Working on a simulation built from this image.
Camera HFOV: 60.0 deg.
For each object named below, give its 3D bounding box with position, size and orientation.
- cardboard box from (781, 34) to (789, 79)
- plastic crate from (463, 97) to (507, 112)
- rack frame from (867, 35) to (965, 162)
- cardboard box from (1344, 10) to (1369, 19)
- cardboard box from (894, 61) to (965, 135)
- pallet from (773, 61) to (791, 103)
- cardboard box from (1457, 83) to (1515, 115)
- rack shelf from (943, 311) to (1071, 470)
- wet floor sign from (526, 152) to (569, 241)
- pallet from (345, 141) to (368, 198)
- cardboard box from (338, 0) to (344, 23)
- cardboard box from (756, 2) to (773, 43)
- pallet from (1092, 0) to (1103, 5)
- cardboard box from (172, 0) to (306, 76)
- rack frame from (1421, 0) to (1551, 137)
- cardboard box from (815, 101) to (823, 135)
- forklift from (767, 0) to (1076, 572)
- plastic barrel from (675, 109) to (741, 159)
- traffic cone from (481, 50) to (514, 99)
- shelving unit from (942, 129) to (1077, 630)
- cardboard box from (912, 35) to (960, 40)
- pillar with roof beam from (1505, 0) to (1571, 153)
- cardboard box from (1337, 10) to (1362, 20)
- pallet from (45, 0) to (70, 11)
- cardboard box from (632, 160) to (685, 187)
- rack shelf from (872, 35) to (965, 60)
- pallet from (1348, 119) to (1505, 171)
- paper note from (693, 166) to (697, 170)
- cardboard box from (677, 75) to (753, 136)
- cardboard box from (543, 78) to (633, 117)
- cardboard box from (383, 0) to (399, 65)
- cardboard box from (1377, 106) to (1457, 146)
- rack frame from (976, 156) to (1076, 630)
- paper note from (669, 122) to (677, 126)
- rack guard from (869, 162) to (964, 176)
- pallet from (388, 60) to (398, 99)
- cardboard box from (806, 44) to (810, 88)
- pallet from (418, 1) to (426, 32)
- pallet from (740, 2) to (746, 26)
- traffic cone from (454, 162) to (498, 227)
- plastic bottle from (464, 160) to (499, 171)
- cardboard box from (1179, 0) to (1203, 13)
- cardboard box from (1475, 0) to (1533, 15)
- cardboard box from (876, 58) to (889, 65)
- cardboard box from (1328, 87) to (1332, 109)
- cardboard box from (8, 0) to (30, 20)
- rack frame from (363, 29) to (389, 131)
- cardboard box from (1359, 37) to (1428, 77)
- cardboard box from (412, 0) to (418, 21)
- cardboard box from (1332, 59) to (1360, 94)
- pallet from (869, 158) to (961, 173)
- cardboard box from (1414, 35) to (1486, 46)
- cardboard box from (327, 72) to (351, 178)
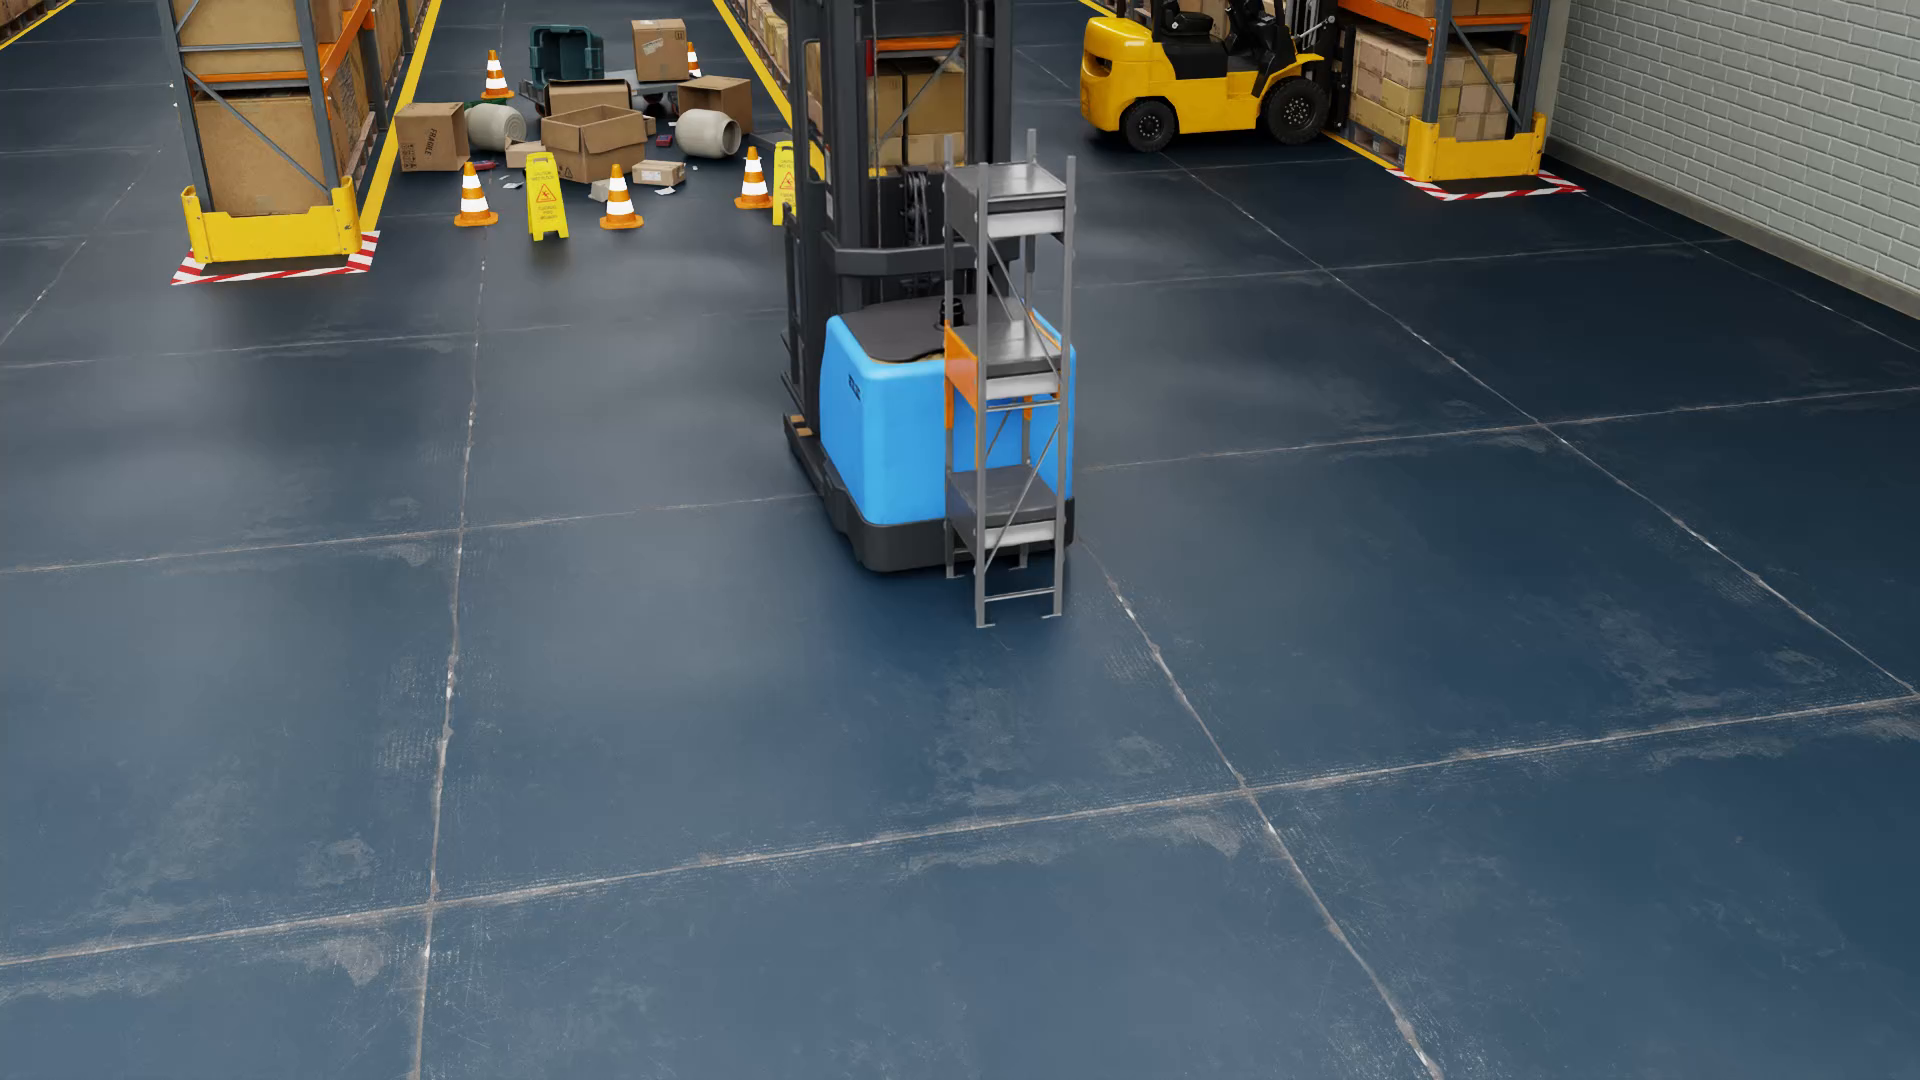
[{"bbox_3d":[-1.361,-5.073,17.423,0.950,0.372,0.625,-6,27,-11],"label":"cardboard box"},{"bbox_3d":[-4.725,-4.109,16.119,0.450,0.188,0.662,-2,25,20],"label":"plastic crate"},{"bbox_3d":[-0.339,-4.073,12.991,1.000,3.000,0.127,-6,27,-12],"label":"rack frame"},{"bbox_3d":[4.123,-5.100,16.502,0.500,0.250,0.500,-6,27,-11],"label":"cardboard box"},{"bbox_3d":[-0.258,-3.760,14.124,0.500,0.500,0.500,-7,28,-13],"label":"cardboard box"},{"bbox_3d":[-1.418,-4.926,17.775,1.003,0.211,1.213,-6,27,-12],"label":"pallet"},{"bbox_3d":[4.592,-3.989,14.856,0.500,0.250,0.500,-5,27,-11],"label":"cardboard box"},{"bbox_3d":[0.197,-0.658,7.254,0.431,0.518,0.480,-8,28,-15],"label":"rack shelf"},{"bbox_3d":[-3.204,-2.663,12.811,0.267,0.644,0.232,-11,29,-20],"label":"wet floor sign"},{"bbox_3d":[-5.667,-3.159,14.274,1.003,0.211,1.213,-6,27,-12],"label":"pallet"},{"bbox_3d":[-5.576,-4.478,13.626,0.875,0.550,0.500,-6,27,-12],"label":"cardboard box"},{"bbox_3d":[-1.851,-6.027,19.313,0.950,0.372,0.625,-6,27,-13],"label":"cardboard box"},{"bbox_3d":[2.290,-7.712,23.295,1.003,0.211,1.213,-6,27,-12],"label":"pallet"},{"bbox_3d":[-5.267,-3.751,12.187,0.875,0.550,0.550,-6,27,-12],"label":"cardboard box"},{"bbox_3d":[4.496,-4.579,13.993,1.000,3.000,0.127,-6,27,-12],"label":"rack frame"},{"bbox_3d":[-1.016,-3.818,15.071,0.500,0.250,0.500,-7,28,-13],"label":"cardboard box"},{"bbox_3d":[-0.356,-1.804,8.571,1.130,2.935,3.031,-8,28,-15],"label":"forklift"},{"bbox_3d":[-2.280,-3.676,15.063,0.512,0.421,0.421,13,30,24],"label":"plastic barrel"},{"bbox_3d":[-4.872,-4.892,17.428,0.336,0.463,0.334,-6,27,-12],"label":"traffic cone"},{"bbox_3d":[0.197,-0.670,7.248,0.431,2.100,0.503,-8,28,-15],"label":"shelving unit"},{"bbox_3d":[-0.214,-4.131,13.384,0.380,0.149,0.250,-6,27,-11],"label":"cardboard box"},{"bbox_3d":[1.023,-7.217,12.562,9.100,9.000,0.400,-6,27,-12],"label":"pillar with roof beam"},{"bbox_3d":[3.626,-5.054,16.410,0.500,0.250,0.500,-5,27,-10],"label":"cardboard box"},{"bbox_3d":[-12.794,-7.432,22.740,1.003,0.211,1.213,-6,27,-12],"label":"pallet"},{"bbox_3d":[-2.603,-3.170,14.366,0.380,0.149,0.250,8,28,15],"label":"cardboard box"},{"bbox_3d":[-0.790,-4.630,14.892,1.077,0.370,4.000,-6,27,-12],"label":"rack shelf"},{"bbox_3d":[4.283,-3.665,15.278,1.003,0.211,1.213,-6,27,-12],"label":"pallet"},{"bbox_3d":[-2.359,-3.314,14.805,0.032,0.001,0.123,-6,27,-12],"label":"paper note"},{"bbox_3d":[-2.325,-4.106,15.827,0.500,0.500,0.500,13,30,24],"label":"cardboard box"},{"bbox_3d":[-3.421,-3.943,15.353,0.797,0.637,0.503,-6,27,-12],"label":"cardboard box"},{"bbox_3d":[-6.692,-5.561,17.970,1.050,0.750,0.750,-6,27,-11],"label":"cardboard box"},{"bbox_3d":[4.082,-3.713,14.863,0.500,0.250,0.500,-6,27,-11],"label":"cardboard box"},{"bbox_3d":[0.267,-0.565,7.039,0.400,2.100,0.015,-8,28,-15],"label":"rack frame"},{"bbox_3d":[-2.784,-4.098,16.335,0.148,0.019,0.142,-6,27,-12],"label":"paper note"},{"bbox_3d":[-0.357,-2.990,13.620,1.175,0.500,0.348,-6,27,-12],"label":"rack guard"},{"bbox_3d":[-6.567,-4.905,17.733,1.003,0.211,1.213,-6,27,-12],"label":"pallet"},{"bbox_3d":[-1.239,-4.604,15.795,0.500,0.500,0.500,-5,27,-10],"label":"cardboard box"},{"bbox_3d":[-7.388,-6.671,21.232,1.003,0.211,1.213,-6,27,-12],"label":"pallet"},{"bbox_3d":[-2.247,-6.694,21.278,1.003,0.211,1.213,-6,27,-12],"label":"pallet"},{"bbox_3d":[-3.876,-2.771,13.226,0.336,0.463,0.334,-6,27,-12],"label":"traffic cone"},{"bbox_3d":[-4.248,-3.324,14.768,0.283,0.061,0.133,-16,31,-29],"label":"plastic bottle"},{"bbox_3d":[3.127,-6.361,19.694,0.875,0.625,0.625,-7,28,-14],"label":"cardboard box"},{"bbox_3d":[4.655,-4.869,14.457,0.500,0.500,0.500,-5,27,-10],"label":"cardboard box"},{"bbox_3d":[-0.895,-3.922,14.444,0.500,0.500,0.500,-5,27,-10],"label":"cardboard box"},{"bbox_3d":[3.736,-4.378,16.181,0.500,0.250,0.500,-5,27,-10],"label":"cardboard box"},{"bbox_3d":[-12.333,-6.903,20.489,1.225,0.875,0.875,-7,28,-13],"label":"cardboard box"},{"bbox_3d":[-6.041,-5.282,15.386,1.000,3.000,0.127,-6,27,-12],"label":"rack frame"},{"bbox_3d":[3.967,-4.379,15.073,0.500,0.250,0.500,-5,27,-11],"label":"cardboard box"},{"bbox_3d":[-6.970,-6.666,20.437,0.500,0.500,0.500,-6,27,-11],"label":"cardboard box"},{"bbox_3d":[3.842,-4.390,15.649,0.500,0.250,0.500,-7,28,-13],"label":"cardboard box"},{"bbox_3d":[-0.505,-3.222,14.399,1.003,0.211,1.213,-6,27,-12],"label":"pallet"},{"bbox_3d":[4.456,-4.434,15.182,0.500,0.250,0.500,-6,27,-12],"label":"cardboard box"},{"bbox_3d":[-5.557,-3.442,13.632,0.875,0.875,0.875,-6,27,-12],"label":"cardboard box"}]
